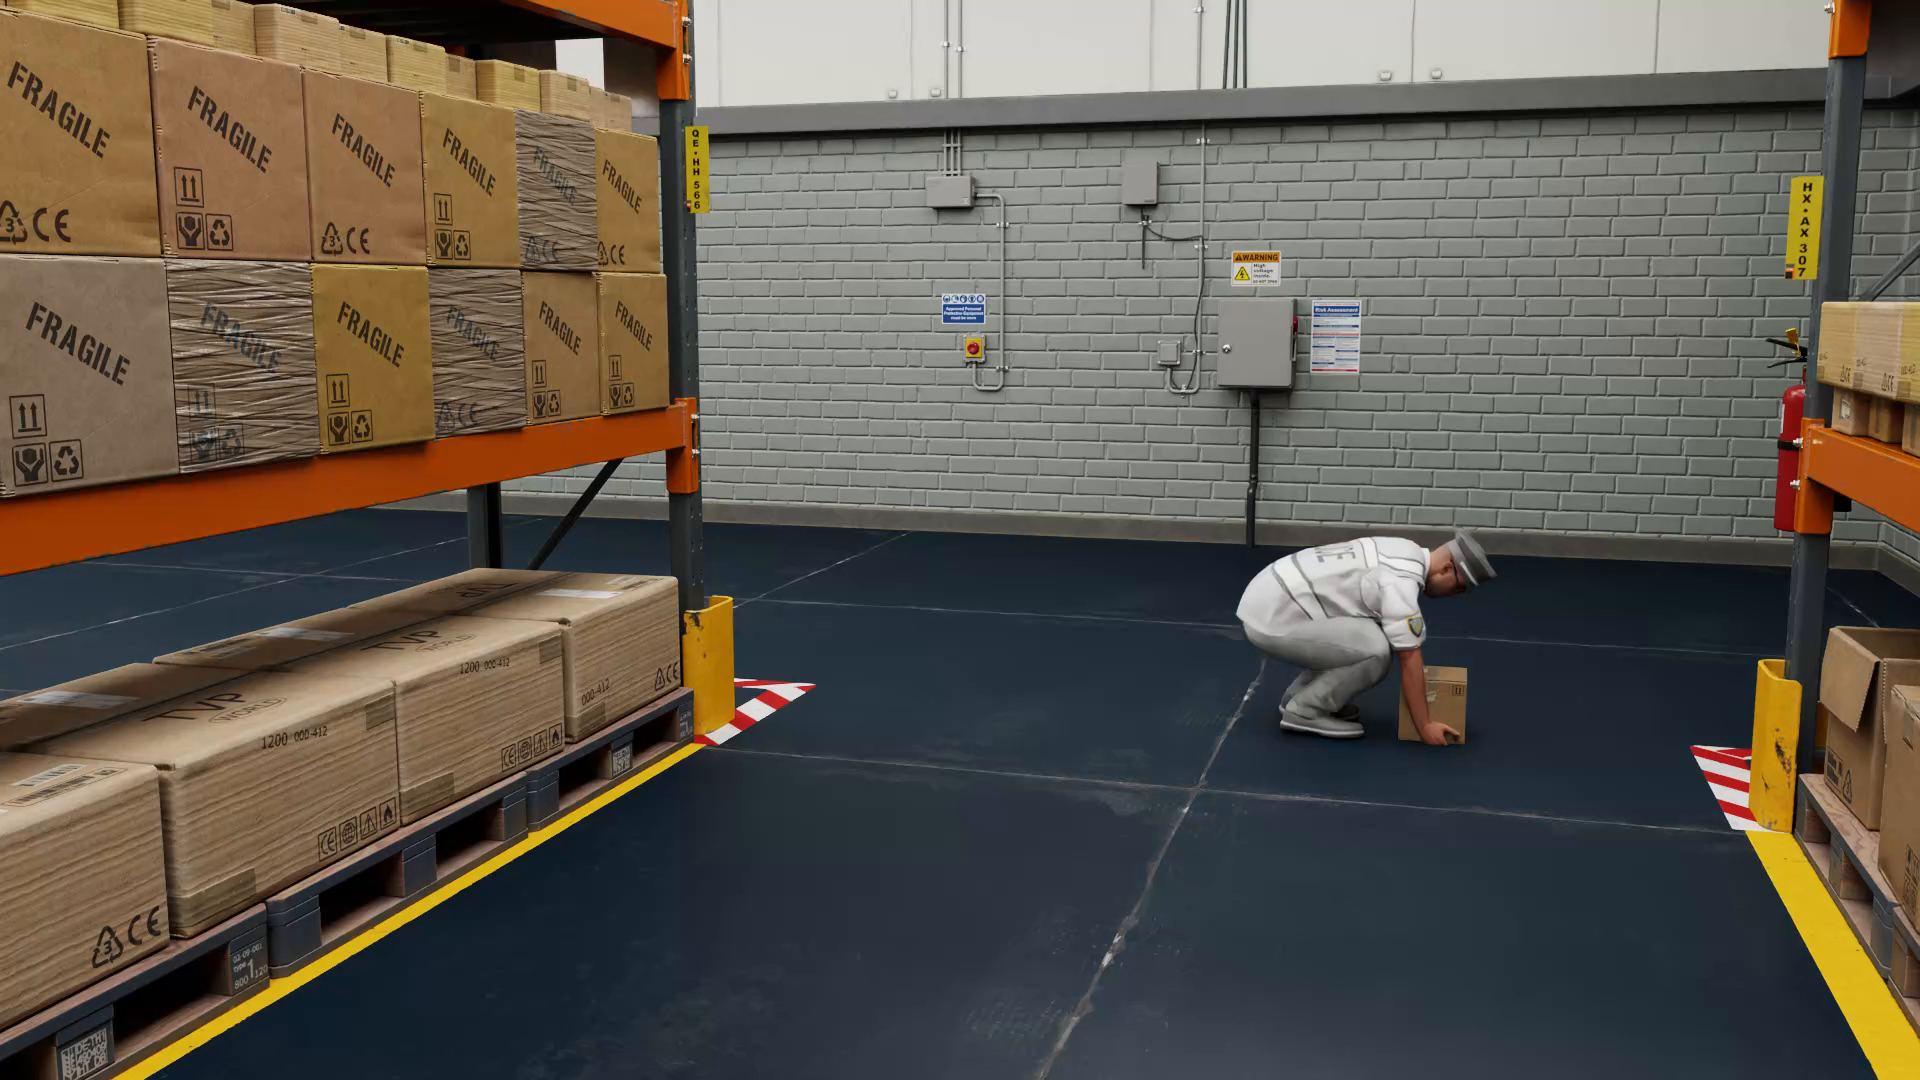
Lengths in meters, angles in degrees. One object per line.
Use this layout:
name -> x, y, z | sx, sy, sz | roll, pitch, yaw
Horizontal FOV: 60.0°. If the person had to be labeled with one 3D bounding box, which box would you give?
person -> 1.610, 0.374, 6.624 | 1.009, 0.847, 0.525 | 2, 9, 15
